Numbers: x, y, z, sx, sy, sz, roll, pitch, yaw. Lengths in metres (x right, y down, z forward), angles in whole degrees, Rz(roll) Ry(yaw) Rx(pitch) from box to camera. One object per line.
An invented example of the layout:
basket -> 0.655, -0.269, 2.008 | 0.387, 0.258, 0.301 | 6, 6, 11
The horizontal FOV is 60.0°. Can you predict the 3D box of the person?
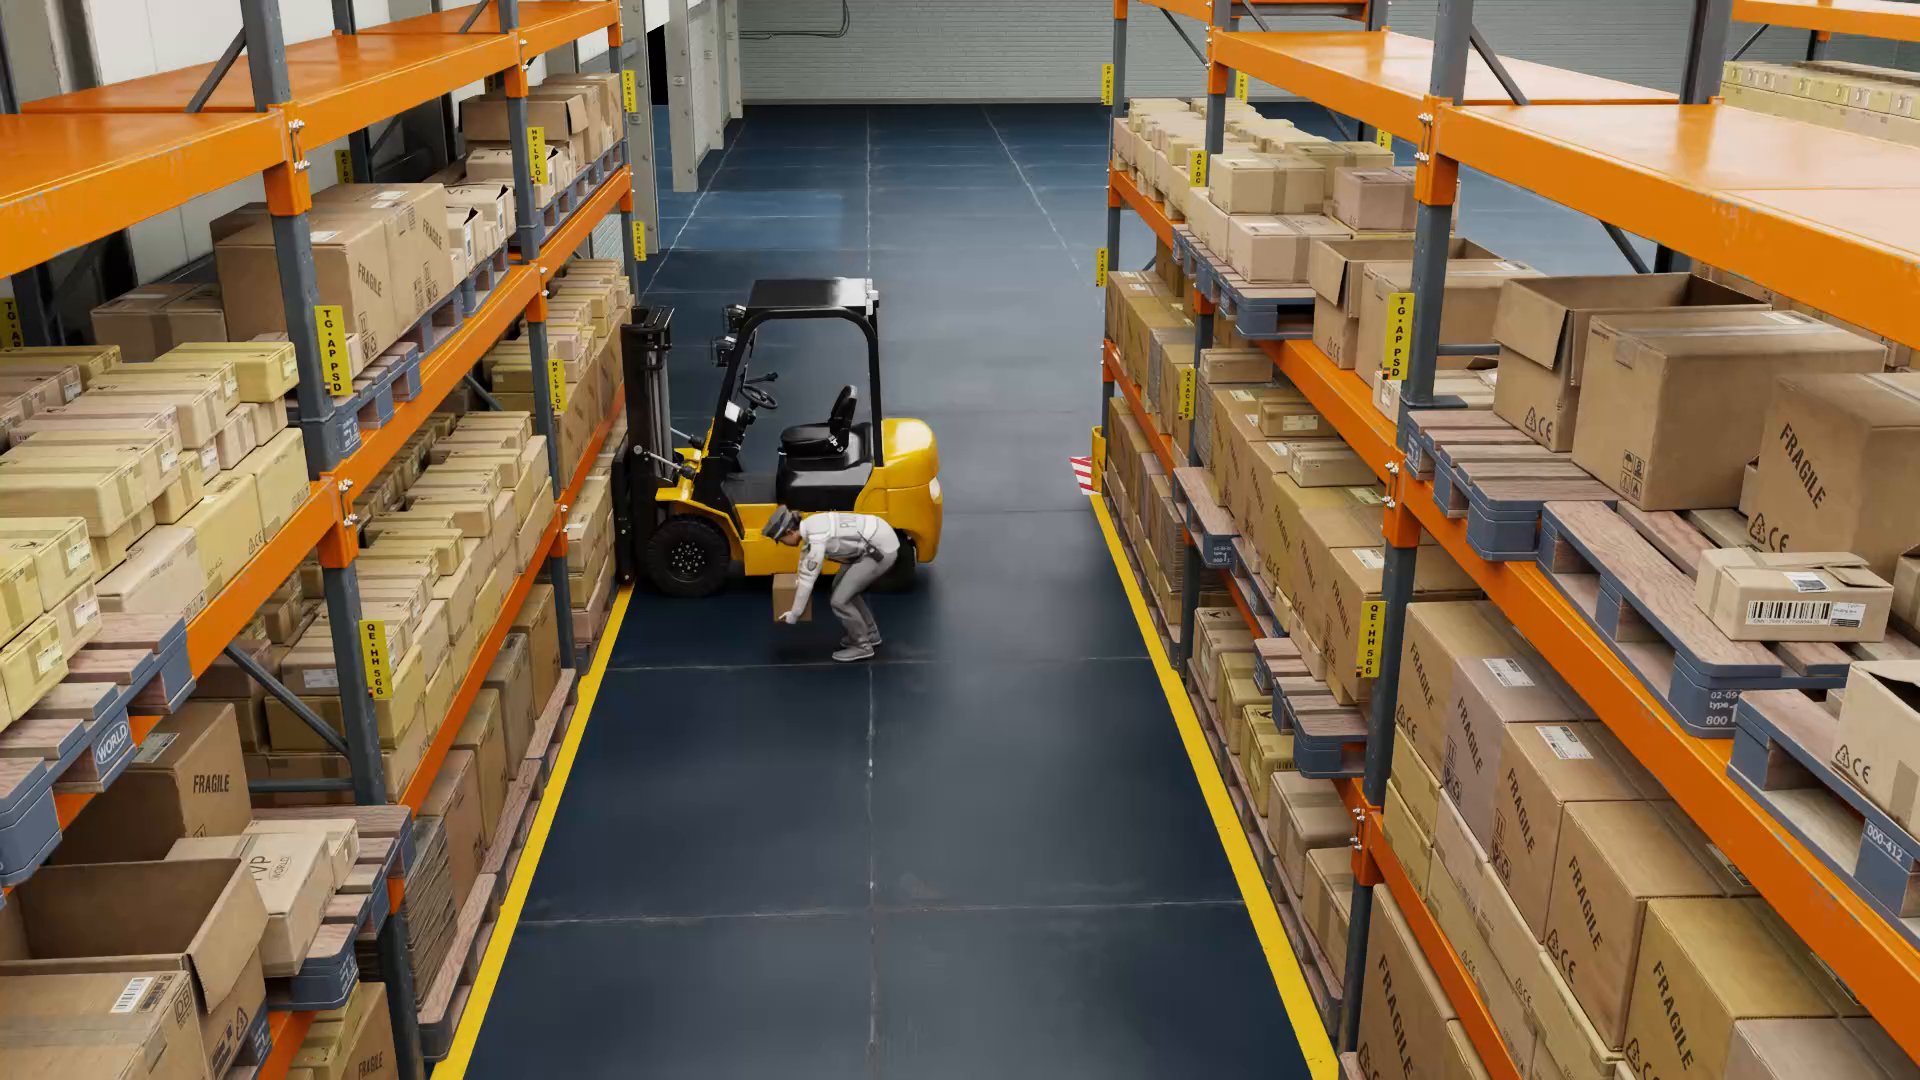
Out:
person -> -0.863, 0.268, 11.188 | 0.919, 1.087, 0.443 | -2, 21, -6
